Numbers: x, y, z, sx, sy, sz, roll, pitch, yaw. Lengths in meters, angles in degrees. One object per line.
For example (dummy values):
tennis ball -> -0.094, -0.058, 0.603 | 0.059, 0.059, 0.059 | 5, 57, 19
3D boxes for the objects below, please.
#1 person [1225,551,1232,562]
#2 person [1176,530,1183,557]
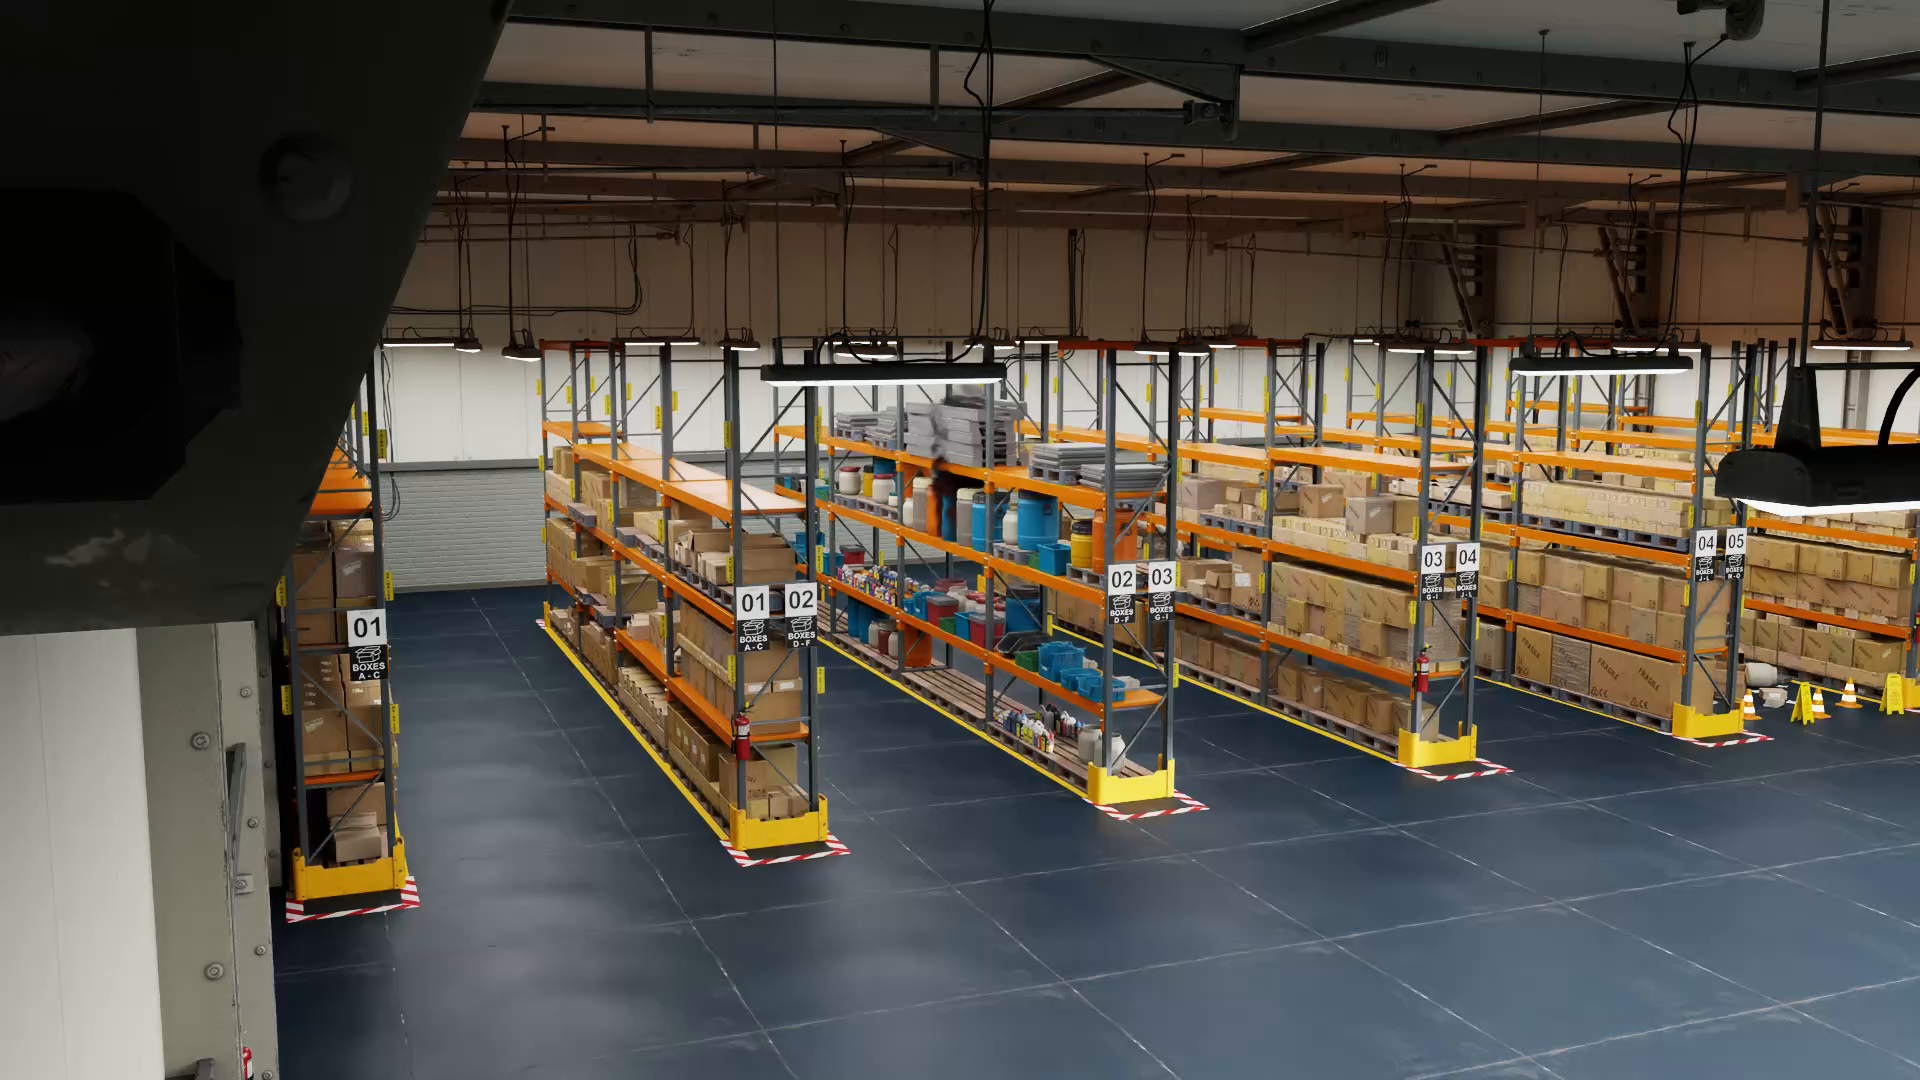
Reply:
person -> 6.724, 0.139, 41.409 | 0.615, 1.683, 0.858 | -5, 9, -32
person -> 4.848, 0.578, 37.574 | 0.685, 1.724, 0.599 | -3, 8, -20
